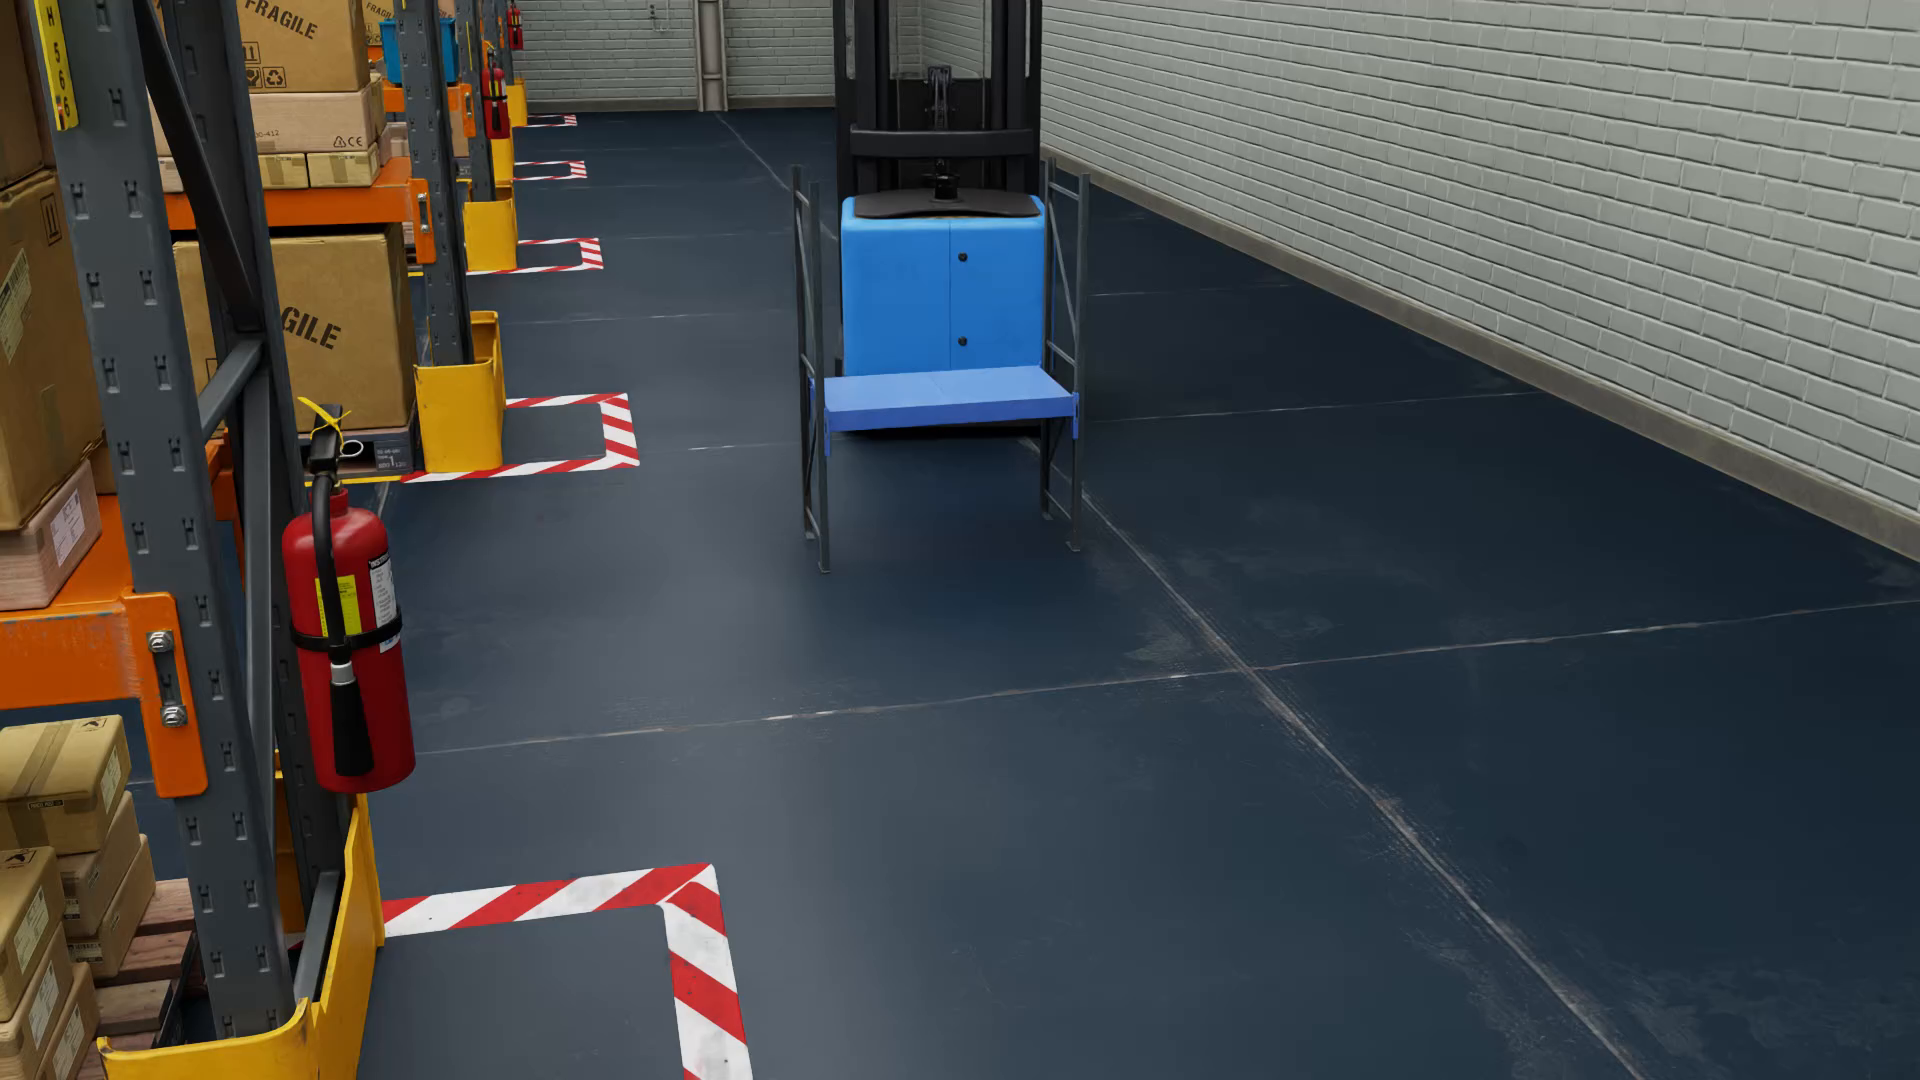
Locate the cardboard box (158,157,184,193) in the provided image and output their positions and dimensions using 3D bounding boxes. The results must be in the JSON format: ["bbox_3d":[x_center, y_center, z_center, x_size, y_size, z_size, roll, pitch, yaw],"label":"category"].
[{"bbox_3d":[-3.461,-1.600,7.186,0.250,0.149,0.380,-4,21,-12],"label":"cardboard box"}]

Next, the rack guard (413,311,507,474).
[{"bbox_3d":[-2.426,-0.744,8.120,0.348,0.500,1.175,-5,21,-12],"label":"rack guard"}]

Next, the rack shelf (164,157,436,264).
[{"bbox_3d":[-4.395,-1.420,7.376,4.000,0.370,1.077,-5,21,-12],"label":"rack shelf"}]

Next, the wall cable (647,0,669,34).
[{"bbox_3d":[-4.840,-7.785,22.230,1.851,1.984,0.084,-5,21,-12],"label":"wall cable"}]

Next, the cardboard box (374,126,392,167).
[{"bbox_3d":[-2.870,-1.881,7.953,0.250,0.149,0.380,-4,21,-12],"label":"cardboard box"}]

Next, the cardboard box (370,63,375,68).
[{"bbox_3d":[-7.435,-6.126,21.257,0.250,0.149,0.380,-4,21,-12],"label":"cardboard box"}]

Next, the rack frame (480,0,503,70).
[{"bbox_3d":[-4.725,-5.232,16.738,0.127,3.000,1.000,-5,21,-12],"label":"rack frame"}]

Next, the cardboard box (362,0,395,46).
[{"bbox_3d":[-5.602,-5.111,16.260,0.500,0.500,0.500,-4,21,-12],"label":"cardboard box"}]

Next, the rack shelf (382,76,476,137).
[{"bbox_3d":[-5.535,-3.078,11.902,4.000,0.370,1.077,-5,21,-12],"label":"rack shelf"}]

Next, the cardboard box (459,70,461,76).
[{"bbox_3d":[-6.527,-5.825,21.379,0.500,0.500,0.700,-5,21,-12],"label":"cardboard box"}]

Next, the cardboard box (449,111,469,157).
[{"bbox_3d":[-5.197,-4.140,16.749,0.500,0.500,0.500,-5,21,-12],"label":"cardboard box"}]

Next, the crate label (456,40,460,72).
[{"bbox_3d":[-3.905,-3.614,12.477,0.303,0.233,0.416,-5,21,-12],"label":"crate label"}]

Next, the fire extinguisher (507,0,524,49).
[{"bbox_3d":[-5.615,-6.536,20.952,0.183,0.674,0.296,-5,21,-12],"label":"fire extinguisher"}]

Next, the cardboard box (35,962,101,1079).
[{"bbox_3d":[-1.870,1.005,3.244,0.250,0.149,0.380,-4,21,-12],"label":"cardboard box"}]

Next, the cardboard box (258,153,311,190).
[{"bbox_3d":[-2.972,-1.639,7.292,0.250,0.149,0.380,-4,21,-12],"label":"cardboard box"}]

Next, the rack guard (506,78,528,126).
[{"bbox_3d":[-5.845,-5.718,21.699,0.348,0.500,1.175,-5,21,-12],"label":"rack guard"}]

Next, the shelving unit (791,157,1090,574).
[{"bbox_3d":[-0.083,-0.697,6.538,1.048,1.500,0.538,-5,21,-12],"label":"shelving unit"}]

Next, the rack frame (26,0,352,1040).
[{"bbox_3d":[-1.406,-0.248,3.130,0.127,3.000,1.000,-5,21,-12],"label":"rack frame"}]

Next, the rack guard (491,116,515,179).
[{"bbox_3d":[-4.799,-4.053,17.151,0.348,0.500,1.175,-5,21,-12],"label":"rack guard"}]

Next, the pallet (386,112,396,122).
[{"bbox_3d":[-7.813,-5.396,21.239,1.213,0.211,1.003,-5,21,-12],"label":"pallet"}]

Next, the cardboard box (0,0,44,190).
[{"bbox_3d":[-1.794,-0.785,2.564,0.500,0.500,0.500,-5,21,-14],"label":"cardboard box"}]

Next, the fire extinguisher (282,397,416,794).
[{"bbox_3d":[-1.055,0.098,2.841,0.183,0.674,0.296,-5,21,-12],"label":"fire extinguisher"}]

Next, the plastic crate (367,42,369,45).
[{"bbox_3d":[-4.545,-3.562,12.334,0.300,0.233,0.416,-5,21,-12],"label":"plastic crate"}]

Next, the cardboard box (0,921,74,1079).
[{"bbox_3d":[-1.854,0.891,3.123,0.250,0.149,0.380,-5,21,-14],"label":"cardboard box"}]

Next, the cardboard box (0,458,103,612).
[{"bbox_3d":[-1.658,-0.010,2.845,0.250,0.149,0.380,-5,21,-12],"label":"cardboard box"}]

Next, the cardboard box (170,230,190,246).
[{"bbox_3d":[-3.939,-0.966,7.570,0.875,0.875,0.875,-5,21,-12],"label":"cardboard box"}]

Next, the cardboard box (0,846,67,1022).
[{"bbox_3d":[-1.863,0.741,3.100,0.250,0.149,0.380,-4,21,-12],"label":"cardboard box"}]

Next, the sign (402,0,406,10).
[{"bbox_3d":[-2.338,-2.388,6.946,0.005,0.325,0.100,-5,21,-12],"label":"sign"}]

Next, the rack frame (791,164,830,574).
[{"bbox_3d":[-0.578,-0.657,6.428,0.032,1.500,0.500,-5,21,-12],"label":"rack frame"}]

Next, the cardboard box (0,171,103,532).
[{"bbox_3d":[-1.784,-0.313,2.730,0.500,0.500,0.500,-4,21,-11],"label":"cardboard box"}]

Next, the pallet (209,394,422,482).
[{"bbox_3d":[-3.209,-0.517,7.920,1.213,0.211,1.003,-5,21,-12],"label":"pallet"}]

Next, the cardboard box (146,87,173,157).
[{"bbox_3d":[-3.353,-1.818,7.203,0.500,0.250,0.500,-5,21,-13],"label":"cardboard box"}]

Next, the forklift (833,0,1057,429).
[{"bbox_3d":[-0.132,-2.375,9.036,1.130,2.935,3.031,-1,20,-3],"label":"forklift"}]

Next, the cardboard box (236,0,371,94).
[{"bbox_3d":[-2.863,-2.211,7.185,0.500,0.500,0.500,-4,21,-12],"label":"cardboard box"}]

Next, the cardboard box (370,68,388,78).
[{"bbox_3d":[-7.503,-5.745,21.161,0.500,0.500,0.700,-5,21,-14],"label":"cardboard box"}]

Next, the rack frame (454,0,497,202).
[{"bbox_3d":[-3.589,-3.574,12.211,0.127,3.000,1.000,-5,21,-12],"label":"rack frame"}]

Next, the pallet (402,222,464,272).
[{"bbox_3d":[-4.400,-2.212,12.547,1.213,0.211,1.003,-5,21,-12],"label":"pallet"}]
